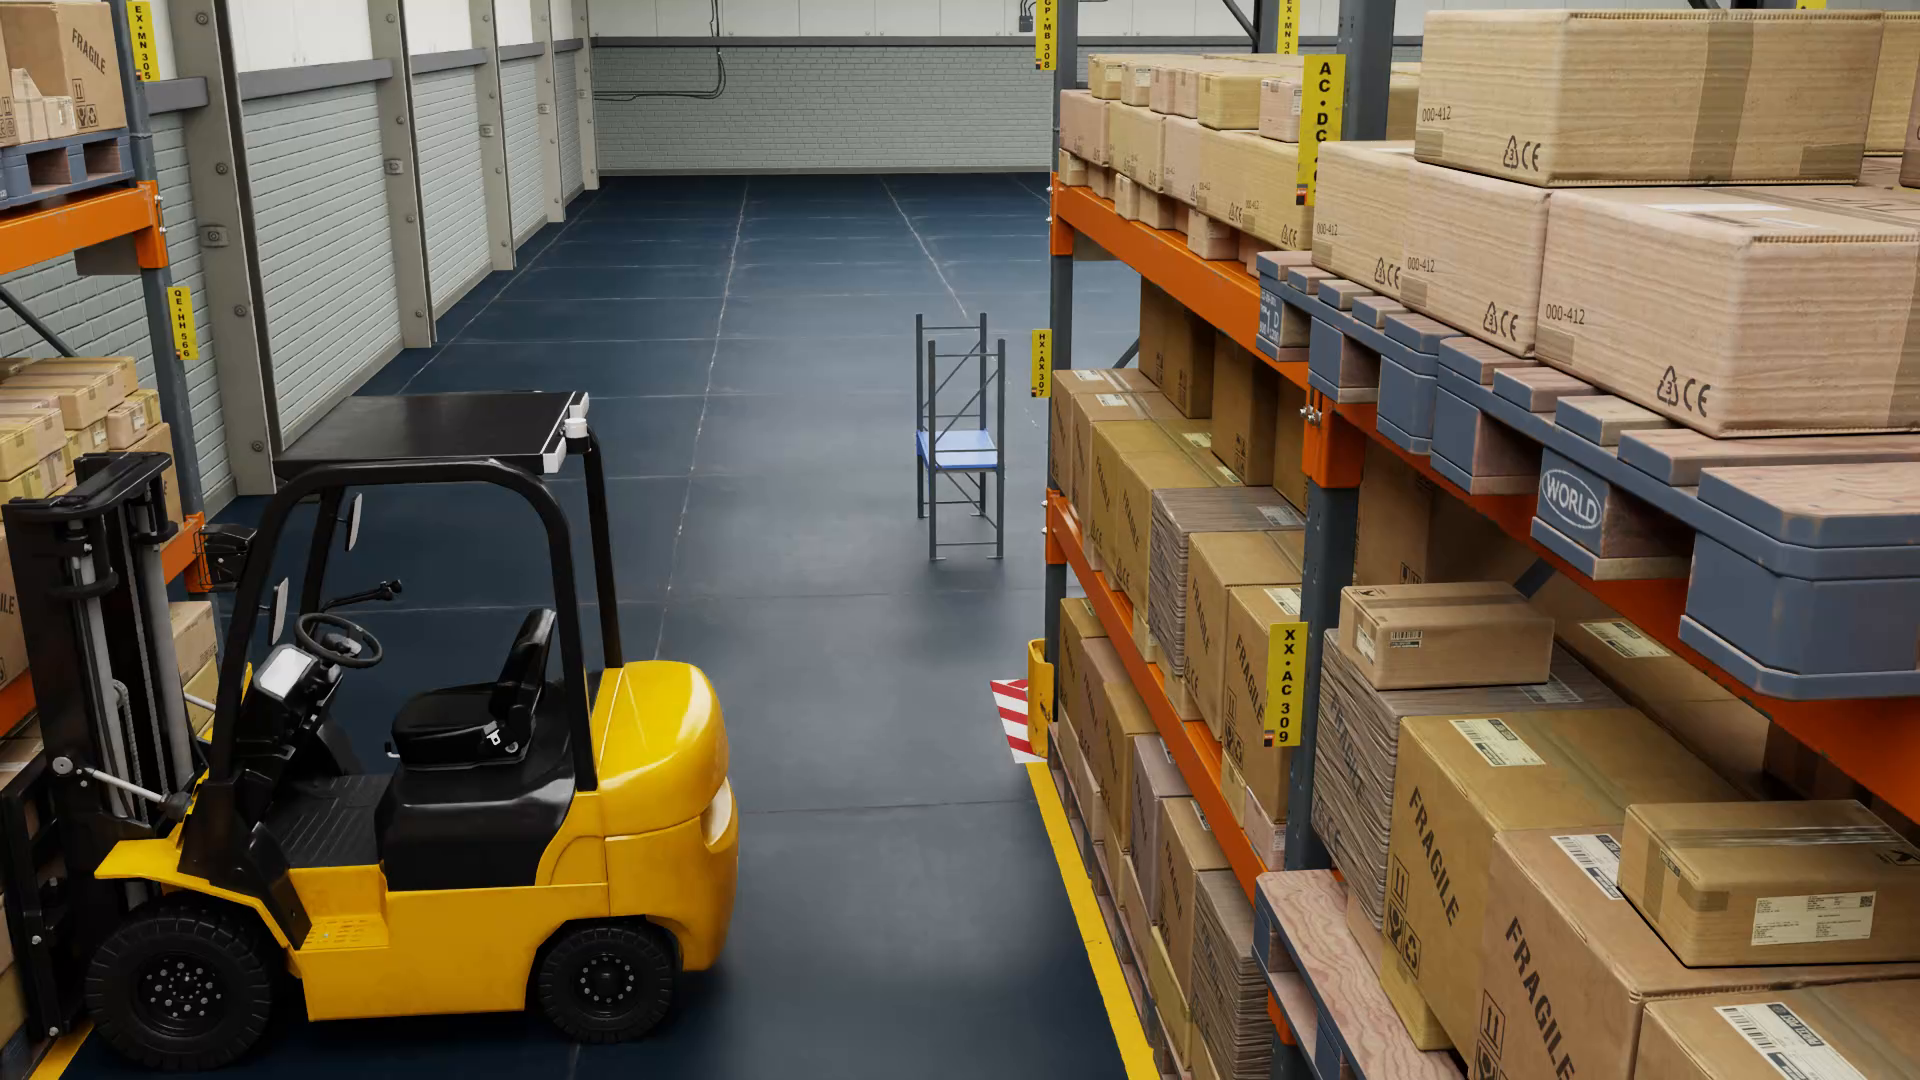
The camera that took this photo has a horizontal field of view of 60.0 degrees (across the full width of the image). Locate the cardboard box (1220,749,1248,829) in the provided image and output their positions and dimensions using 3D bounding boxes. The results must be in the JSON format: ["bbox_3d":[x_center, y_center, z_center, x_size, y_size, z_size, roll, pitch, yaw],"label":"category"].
[{"bbox_3d":[0.973,0.710,4.827,0.380,0.149,0.250,-1,17,-4],"label":"cardboard box"}]

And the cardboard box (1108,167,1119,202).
[{"bbox_3d":[0.800,-1.415,6.588,0.380,0.149,0.250,-2,18,-6],"label":"cardboard box"}]

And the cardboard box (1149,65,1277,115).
[{"bbox_3d":[0.837,-1.488,5.488,0.380,0.149,0.250,-2,17,-5],"label":"cardboard box"}]

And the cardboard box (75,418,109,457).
[{"bbox_3d":[-3.671,-0.395,6.676,0.380,0.149,0.250,-1,17,-5],"label":"cardboard box"}]

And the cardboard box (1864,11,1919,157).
[{"bbox_3d":[1.528,-0.879,3.176,0.500,0.250,0.500,-1,17,-4],"label":"cardboard box"}]

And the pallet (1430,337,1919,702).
[{"bbox_3d":[1.410,-0.095,2.276,1.213,0.211,1.003,-2,18,-6],"label":"pallet"}]

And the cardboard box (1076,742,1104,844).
[{"bbox_3d":[0.783,1.072,7.145,0.500,0.250,0.500,-1,17,-4],"label":"cardboard box"}]

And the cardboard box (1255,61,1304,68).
[{"bbox_3d":[1.285,-1.659,6.032,0.380,0.149,0.250,-2,18,-7],"label":"cardboard box"}]

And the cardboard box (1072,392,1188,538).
[{"bbox_3d":[0.759,-0.327,7.046,0.500,0.500,0.500,-1,17,-4],"label":"cardboard box"}]

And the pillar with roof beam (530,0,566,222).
[{"bbox_3d":[-3.025,-10.197,29.133,9.100,9.000,0.400,-2,18,-6],"label":"pillar with roof beam"}]

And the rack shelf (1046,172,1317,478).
[{"bbox_3d":[1.136,-0.933,5.834,1.077,0.370,4.000,-2,18,-6],"label":"rack shelf"}]

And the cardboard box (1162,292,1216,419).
[{"bbox_3d":[1.244,-0.811,6.920,0.700,0.500,0.500,-2,18,-5],"label":"cardboard box"}]

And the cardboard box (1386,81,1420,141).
[{"bbox_3d":[1.092,-1.029,4.026,0.380,0.149,0.250,-1,17,-4],"label":"cardboard box"}]

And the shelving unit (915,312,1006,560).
[{"bbox_3d":[-0.009,-0.741,11.533,0.538,1.500,1.048,-2,18,-6],"label":"shelving unit"}]

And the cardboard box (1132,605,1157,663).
[{"bbox_3d":[0.838,0.329,6.041,0.380,0.149,0.250,-2,18,-5],"label":"cardboard box"}]

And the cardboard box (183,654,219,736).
[{"bbox_3d":[-3.646,0.722,7.425,0.500,0.250,0.500,-2,18,-6],"label":"cardboard box"}]

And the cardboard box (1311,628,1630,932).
[{"bbox_3d":[1.105,0.509,3.682,0.500,0.500,0.500,-1,17,-4],"label":"cardboard box"}]

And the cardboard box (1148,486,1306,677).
[{"bbox_3d":[0.931,0.129,5.595,0.500,0.500,0.500,-1,17,-4],"label":"cardboard box"}]

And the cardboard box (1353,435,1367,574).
[{"bbox_3d":[1.481,-0.207,4.994,0.700,0.500,0.500,-2,18,-5],"label":"cardboard box"}]

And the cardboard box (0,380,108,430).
[{"bbox_3d":[-3.651,-0.536,6.629,0.380,0.149,0.250,-1,17,-4],"label":"cardboard box"}]

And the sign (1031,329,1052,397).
[{"bbox_3d":[0.390,-0.837,7.891,0.100,0.325,0.005,-2,18,-6],"label":"sign"}]

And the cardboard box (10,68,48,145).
[{"bbox_3d":[-3.594,-1.589,6.078,0.396,0.266,0.258,-2,18,-5],"label":"cardboard box"}]

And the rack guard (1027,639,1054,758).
[{"bbox_3d":[0.937,0.774,8.376,1.175,0.500,0.348,-2,18,-6],"label":"rack guard"}]

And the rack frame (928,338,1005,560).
[{"bbox_3d":[0.044,-0.590,11.051,0.500,1.500,0.032,-2,18,-6],"label":"rack frame"}]

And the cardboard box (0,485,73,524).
[{"bbox_3d":[-3.598,0.112,6.146,0.500,0.500,0.500,-2,18,-7],"label":"cardboard box"}]

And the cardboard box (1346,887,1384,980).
[{"bbox_3d":[1.085,0.845,3.697,0.380,0.149,0.250,-2,17,-5],"label":"cardboard box"}]

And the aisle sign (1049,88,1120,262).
[{"bbox_3d":[0.615,-1.690,7.713,0.394,0.787,0.004,-2,18,-6],"label":"aisle sign"}]

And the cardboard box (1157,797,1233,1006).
[{"bbox_3d":[0.960,1.185,5.532,0.500,0.500,0.500,-1,17,-5],"label":"cardboard box"}]

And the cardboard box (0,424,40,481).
[{"bbox_3d":[-3.530,-0.308,5.905,0.380,0.149,0.250,-1,17,-5],"label":"cardboard box"}]

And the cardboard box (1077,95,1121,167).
[{"bbox_3d":[0.759,-1.634,6.620,0.500,0.250,0.500,-2,18,-6],"label":"cardboard box"}]

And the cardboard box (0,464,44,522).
[{"bbox_3d":[-3.536,-0.168,5.953,0.380,0.149,0.250,-2,18,-5],"label":"cardboard box"}]

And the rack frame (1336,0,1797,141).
[{"bbox_3d":[1.342,-2.111,3.379,1.000,3.000,0.127,-2,18,-6],"label":"rack frame"}]

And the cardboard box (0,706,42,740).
[{"bbox_3d":[-3.529,0.777,6.413,0.500,0.250,0.500,-2,17,-5],"label":"cardboard box"}]

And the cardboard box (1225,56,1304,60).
[{"bbox_3d":[1.291,-1.888,6.762,0.380,0.149,0.250,-2,18,-6],"label":"cardboard box"}]

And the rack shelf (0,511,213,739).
[{"bbox_3d":[-3.801,0.653,5.792,1.077,0.370,4.000,-2,18,-6],"label":"rack shelf"}]

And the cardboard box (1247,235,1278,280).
[{"bbox_3d":[1.017,-0.799,4.624,0.380,0.149,0.250,-2,18,-5],"label":"cardboard box"}]

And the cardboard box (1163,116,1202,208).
[{"bbox_3d":[0.937,-1.177,5.164,0.500,0.250,0.500,-2,18,-7],"label":"cardboard box"}]

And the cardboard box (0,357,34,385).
[{"bbox_3d":[-4.185,-0.679,7.085,0.380,0.149,0.250,-2,18,-7],"label":"cardboard box"}]

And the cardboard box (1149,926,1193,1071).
[{"bbox_3d":[0.949,1.536,5.666,0.500,0.250,0.500,-2,18,-7],"label":"cardboard box"}]

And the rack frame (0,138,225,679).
[{"bbox_3d":[-4.007,-0.287,7.582,1.000,3.000,0.127,-2,18,-6],"label":"rack frame"}]

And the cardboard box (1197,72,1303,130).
[{"bbox_3d":[0.894,-1.257,4.754,0.380,0.149,0.250,-1,17,-4],"label":"cardboard box"}]

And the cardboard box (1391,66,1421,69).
[{"bbox_3d":[1.445,-1.431,5.308,0.380,0.149,0.250,-2,18,-6],"label":"cardboard box"}]

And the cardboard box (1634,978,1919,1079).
[{"bbox_3d":[1.258,0.959,2.250,0.500,0.500,0.500,-2,18,-8],"label":"cardboard box"}]

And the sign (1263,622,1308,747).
[{"bbox_3d":[0.803,0.357,4.088,0.100,0.325,0.005,-2,18,-6],"label":"sign"}]

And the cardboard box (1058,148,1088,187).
[{"bbox_3d":[0.641,-1.643,7.315,0.380,0.149,0.250,-2,18,-6],"label":"cardboard box"}]

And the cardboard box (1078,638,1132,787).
[{"bbox_3d":[0.799,0.724,7.000,0.500,0.500,0.500,-2,18,-8],"label":"cardboard box"}]

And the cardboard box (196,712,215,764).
[{"bbox_3d":[-3.645,0.955,7.516,0.500,0.250,0.500,-2,18,-5],"label":"cardboard box"}]

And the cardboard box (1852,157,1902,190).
[{"bbox_3d":[1.593,-0.489,2.767,0.500,0.250,0.500,-2,17,-5],"label":"cardboard box"}]

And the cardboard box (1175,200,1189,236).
[{"bbox_3d":[0.941,-1.109,5.612,0.380,0.149,0.250,-2,18,-6],"label":"cardboard box"}]

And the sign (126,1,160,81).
[{"bbox_3d":[-3.466,-2.115,7.052,0.100,0.325,0.005,-2,18,-6],"label":"sign"}]

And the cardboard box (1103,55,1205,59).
[{"bbox_3d":[0.805,-1.946,6.948,0.380,0.149,0.250,-2,18,-6],"label":"cardboard box"}]

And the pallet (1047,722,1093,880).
[{"bbox_3d":[0.986,1.155,7.645,1.003,0.211,1.213,-2,18,-6],"label":"pallet"}]

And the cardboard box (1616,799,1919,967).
[{"bbox_3d":[1.253,0.523,2.556,0.380,0.149,0.250,-1,17,-3],"label":"cardboard box"}]

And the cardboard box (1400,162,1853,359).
[{"bbox_3d":[1.057,-0.472,2.713,0.500,0.250,0.500,-2,18,-6],"label":"cardboard box"}]

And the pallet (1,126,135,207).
[{"bbox_3d":[-3.960,-1.464,6.472,1.003,0.211,1.213,-2,18,-6],"label":"pallet"}]

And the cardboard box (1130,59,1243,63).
[{"bbox_3d":[0.842,-1.722,6.233,0.380,0.149,0.250,-2,18,-6],"label":"cardboard box"}]

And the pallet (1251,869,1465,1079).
[{"bbox_3d":[1.276,1.074,3.567,1.003,0.211,1.213,-2,18,-6],"label":"pallet"}]
